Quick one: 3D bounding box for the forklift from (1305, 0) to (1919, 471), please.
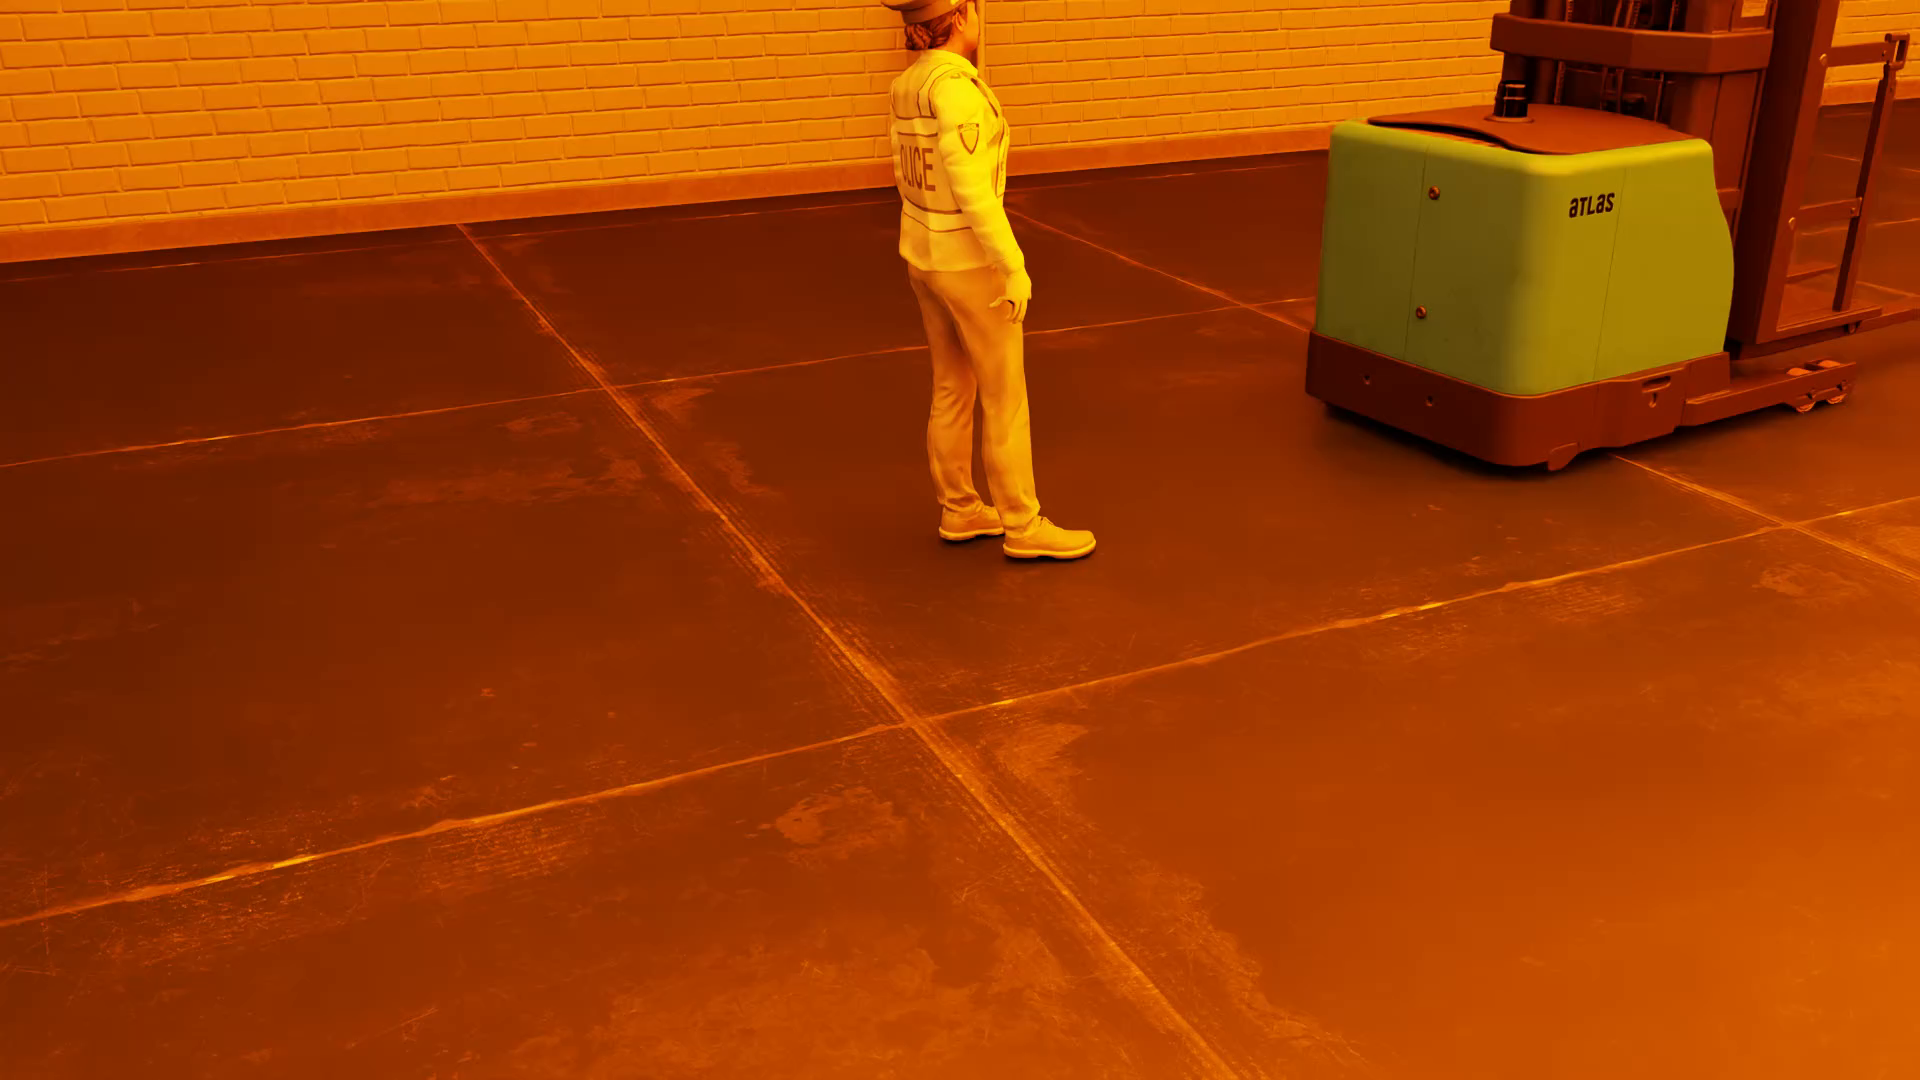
[{"bbox_3d":[2.823,-1.991,6.080,3.031,2.935,1.130,-13,26,-29],"label":"forklift"}]

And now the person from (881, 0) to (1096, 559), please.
[{"bbox_3d":[0.065,-0.798,4.800,0.531,1.695,0.588,-10,25,-23],"label":"person"}]
